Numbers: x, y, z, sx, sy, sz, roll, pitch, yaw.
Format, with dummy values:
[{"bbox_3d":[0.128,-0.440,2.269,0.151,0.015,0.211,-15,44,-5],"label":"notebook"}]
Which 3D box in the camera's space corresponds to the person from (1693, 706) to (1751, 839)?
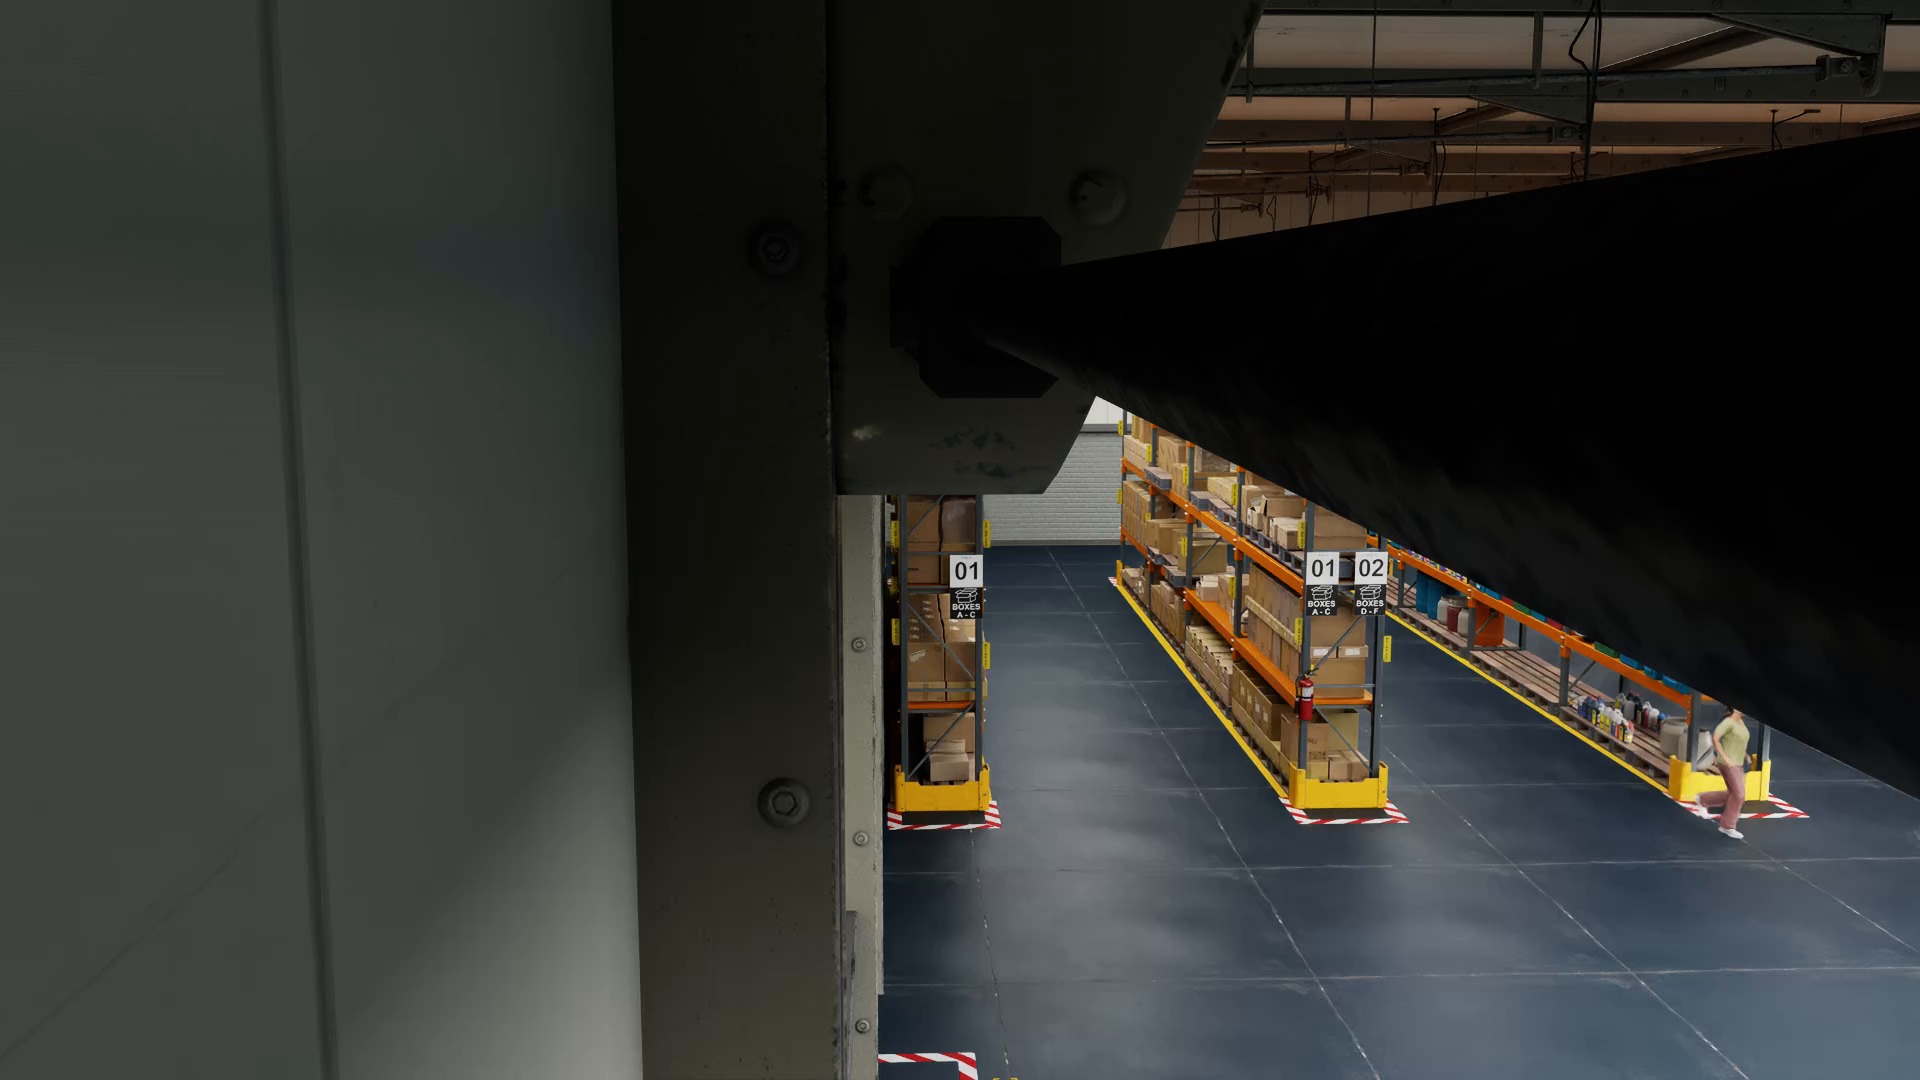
[{"bbox_3d":[9.102,2.651,19.747,0.615,1.626,0.668,-7,11,-41],"label":"person"}]
